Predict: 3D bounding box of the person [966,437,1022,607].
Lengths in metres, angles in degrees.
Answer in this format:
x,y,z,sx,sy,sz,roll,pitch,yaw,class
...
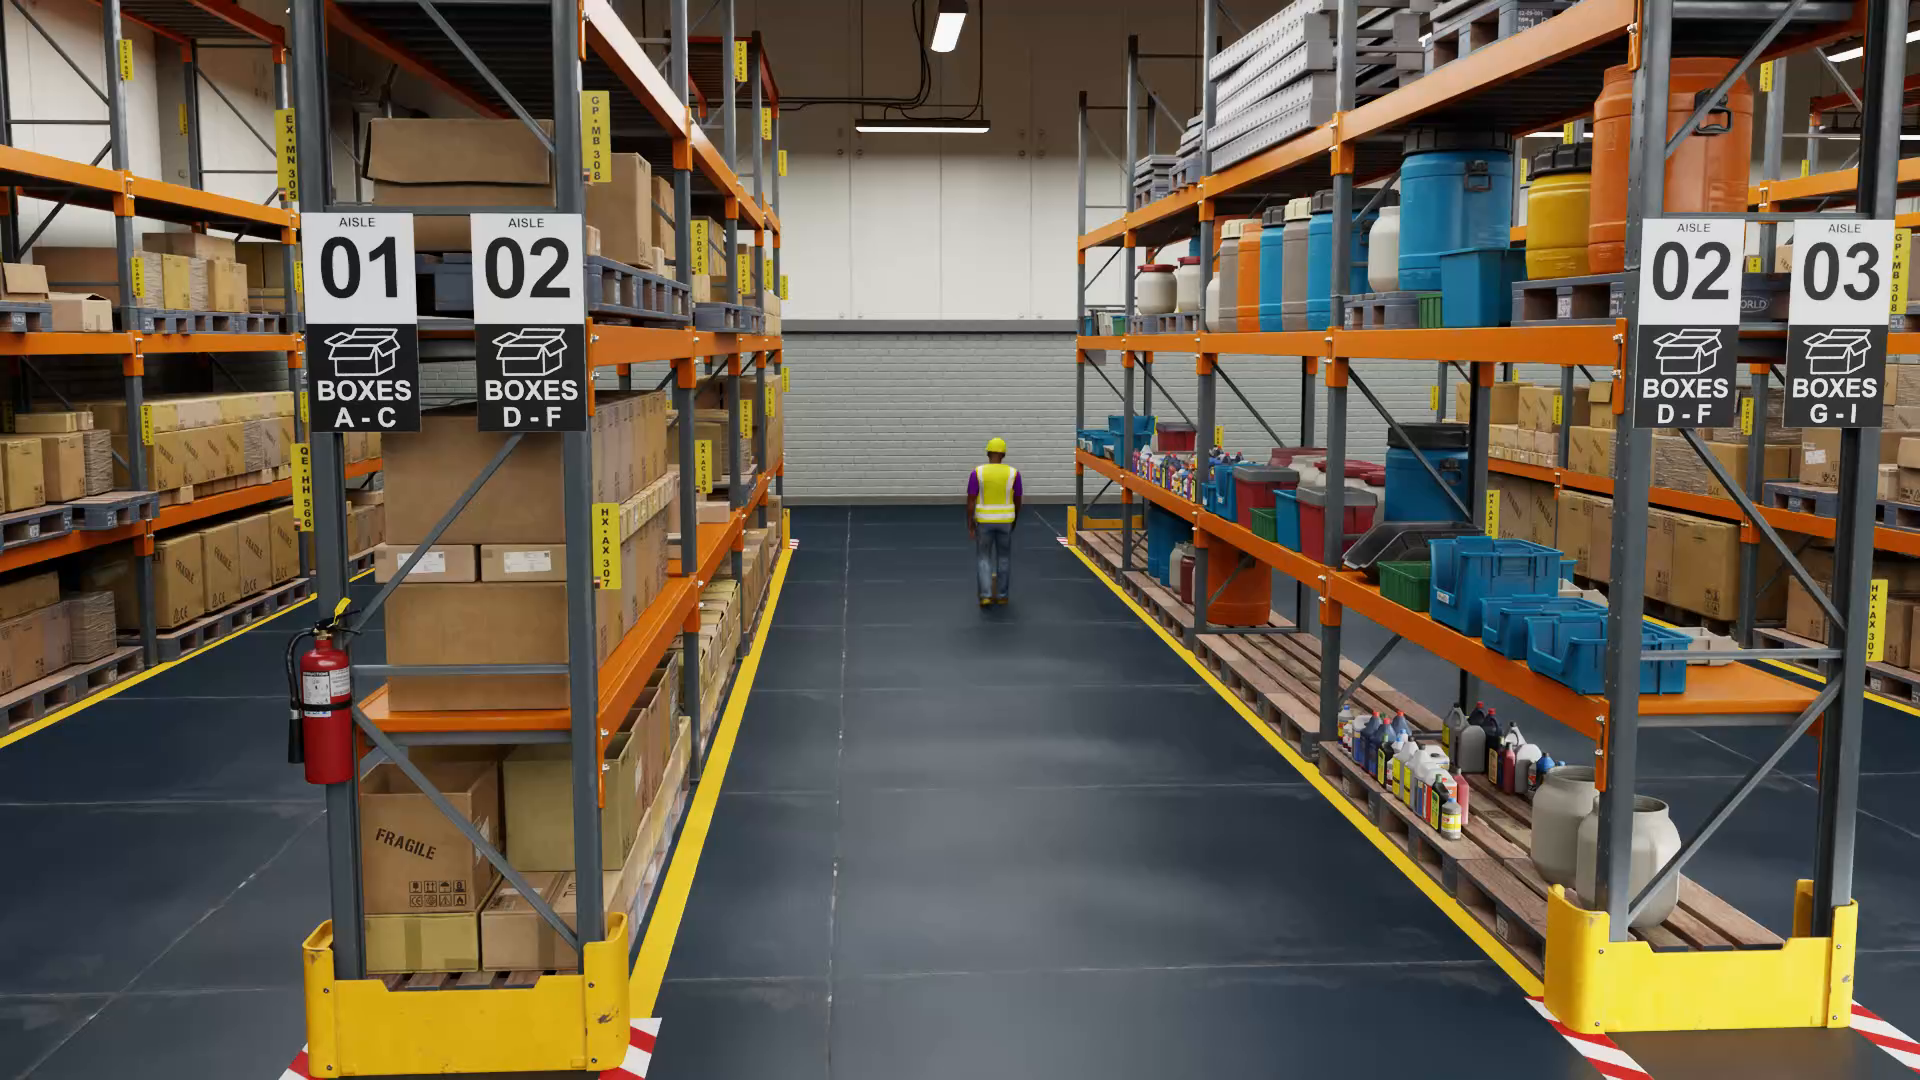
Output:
x,y,z,sx,sy,sz,roll,pitch,yaw,class
0.350,-0.151,17.326,0.585,1.845,0.515,0,7,-3,person
